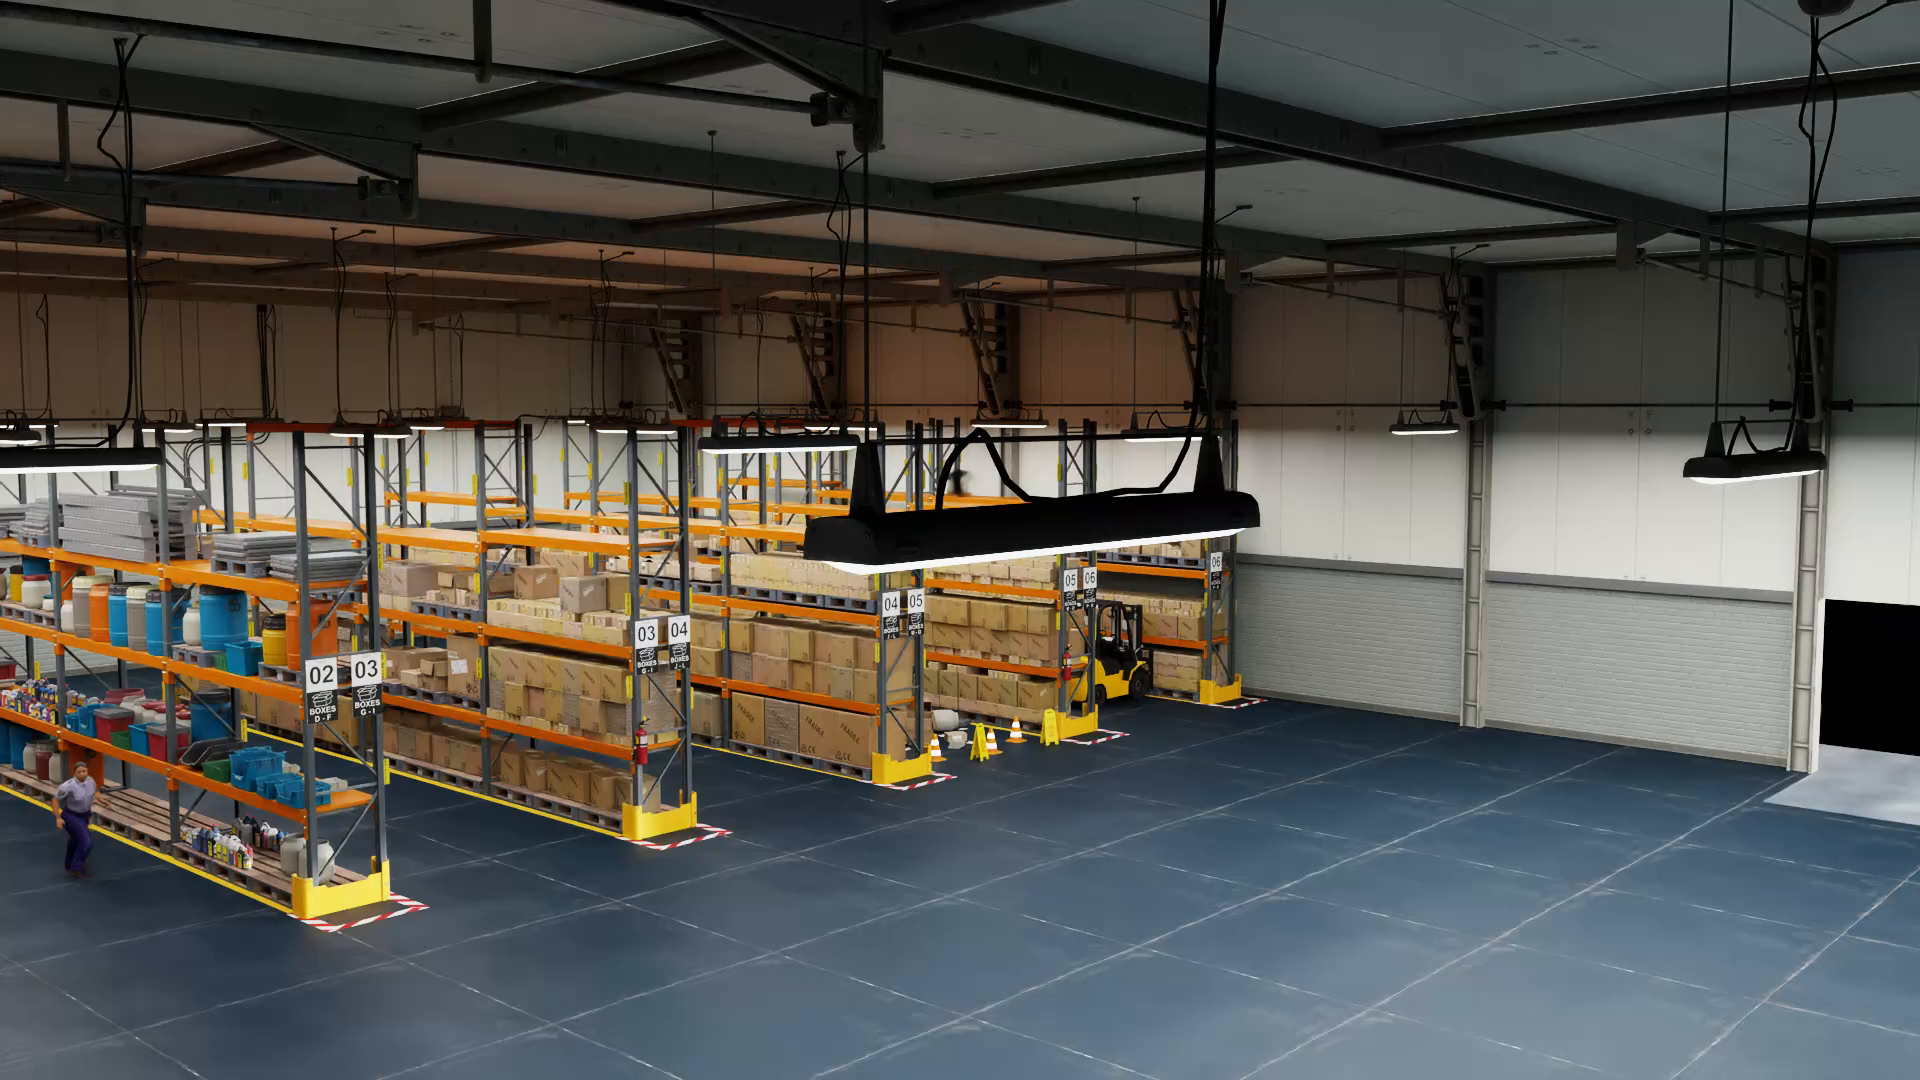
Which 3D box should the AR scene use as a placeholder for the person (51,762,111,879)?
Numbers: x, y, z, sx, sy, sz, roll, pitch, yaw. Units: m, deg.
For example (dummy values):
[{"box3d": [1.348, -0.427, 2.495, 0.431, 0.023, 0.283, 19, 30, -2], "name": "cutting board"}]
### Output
[{"box3d": [-11.803, 3.762, 22.366, 0.781, 1.608, 0.625, 0, 5, 2], "name": "person"}]
